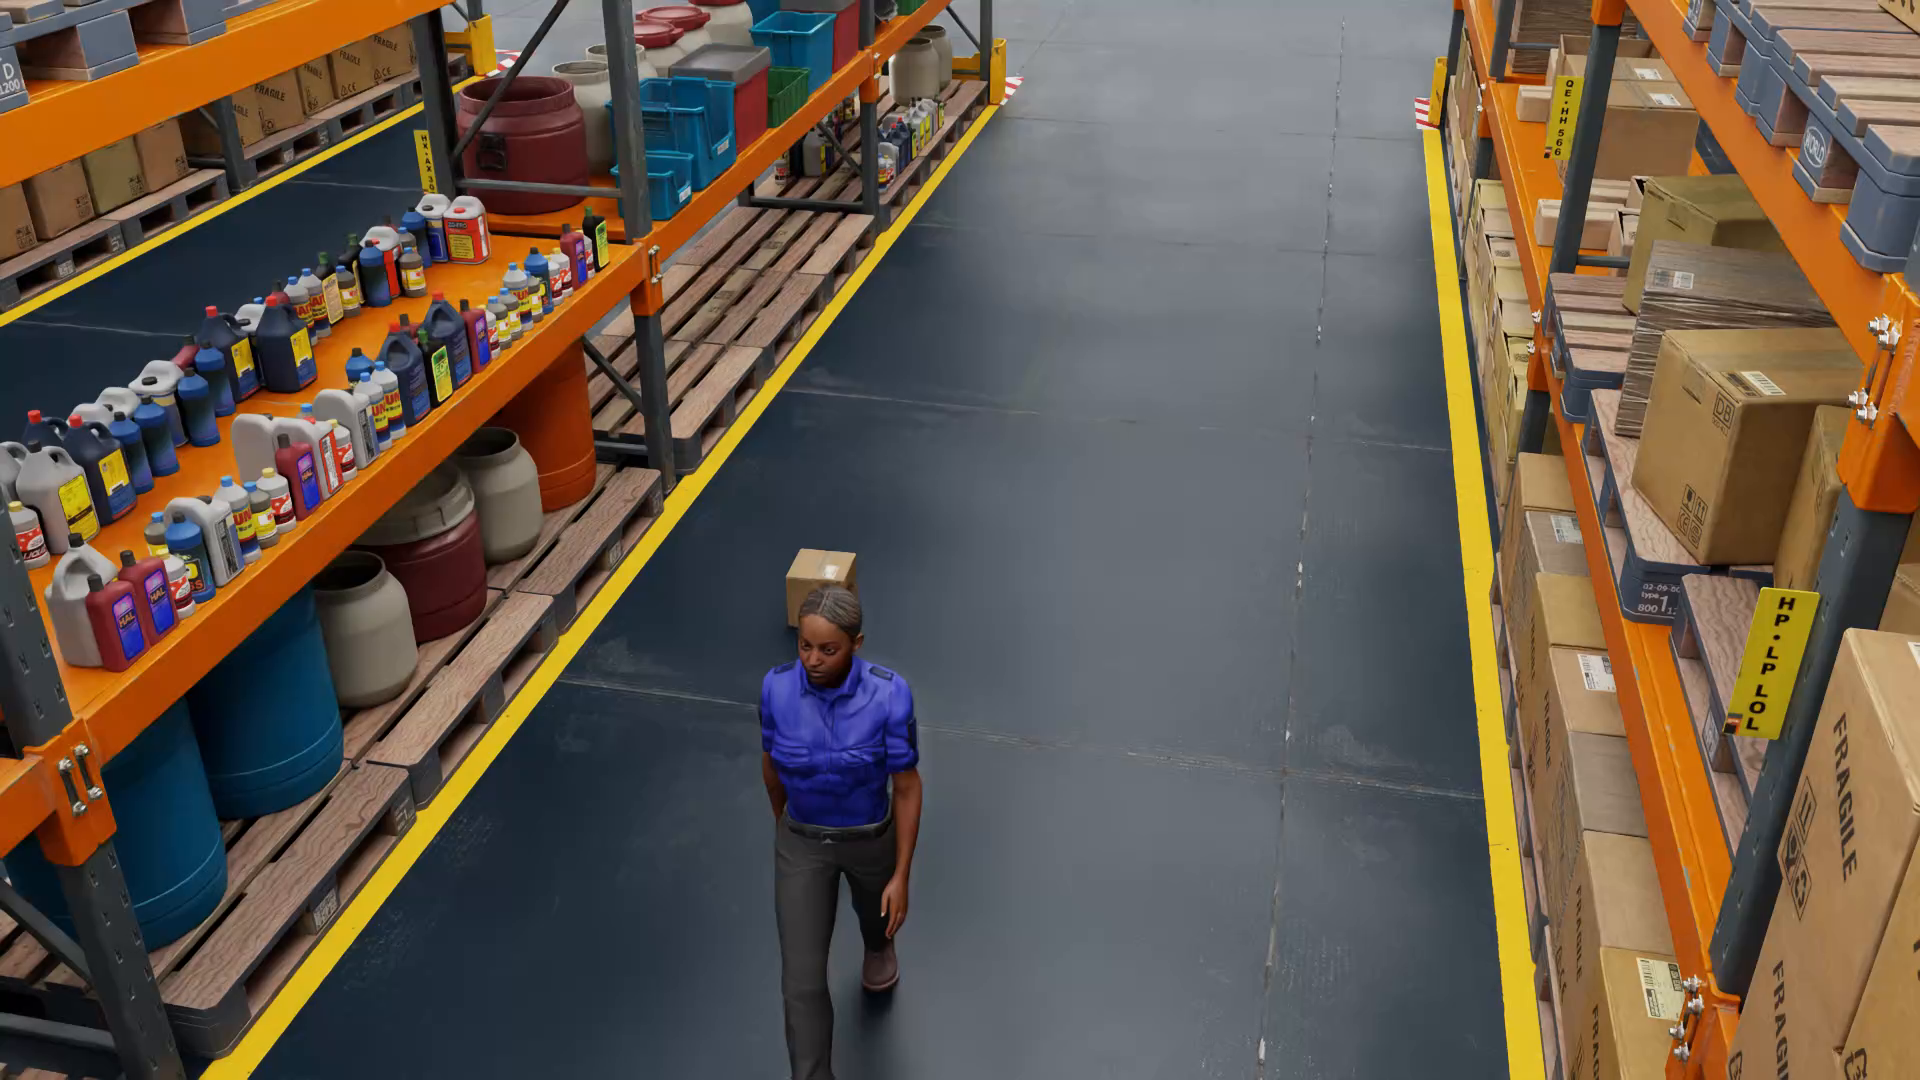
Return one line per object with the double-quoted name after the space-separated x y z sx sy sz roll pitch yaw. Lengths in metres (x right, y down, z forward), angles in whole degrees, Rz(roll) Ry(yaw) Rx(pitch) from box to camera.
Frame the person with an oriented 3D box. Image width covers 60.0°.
-0.326 0.843 4.589 0.452 1.596 1.017 1 29 1 "person"
